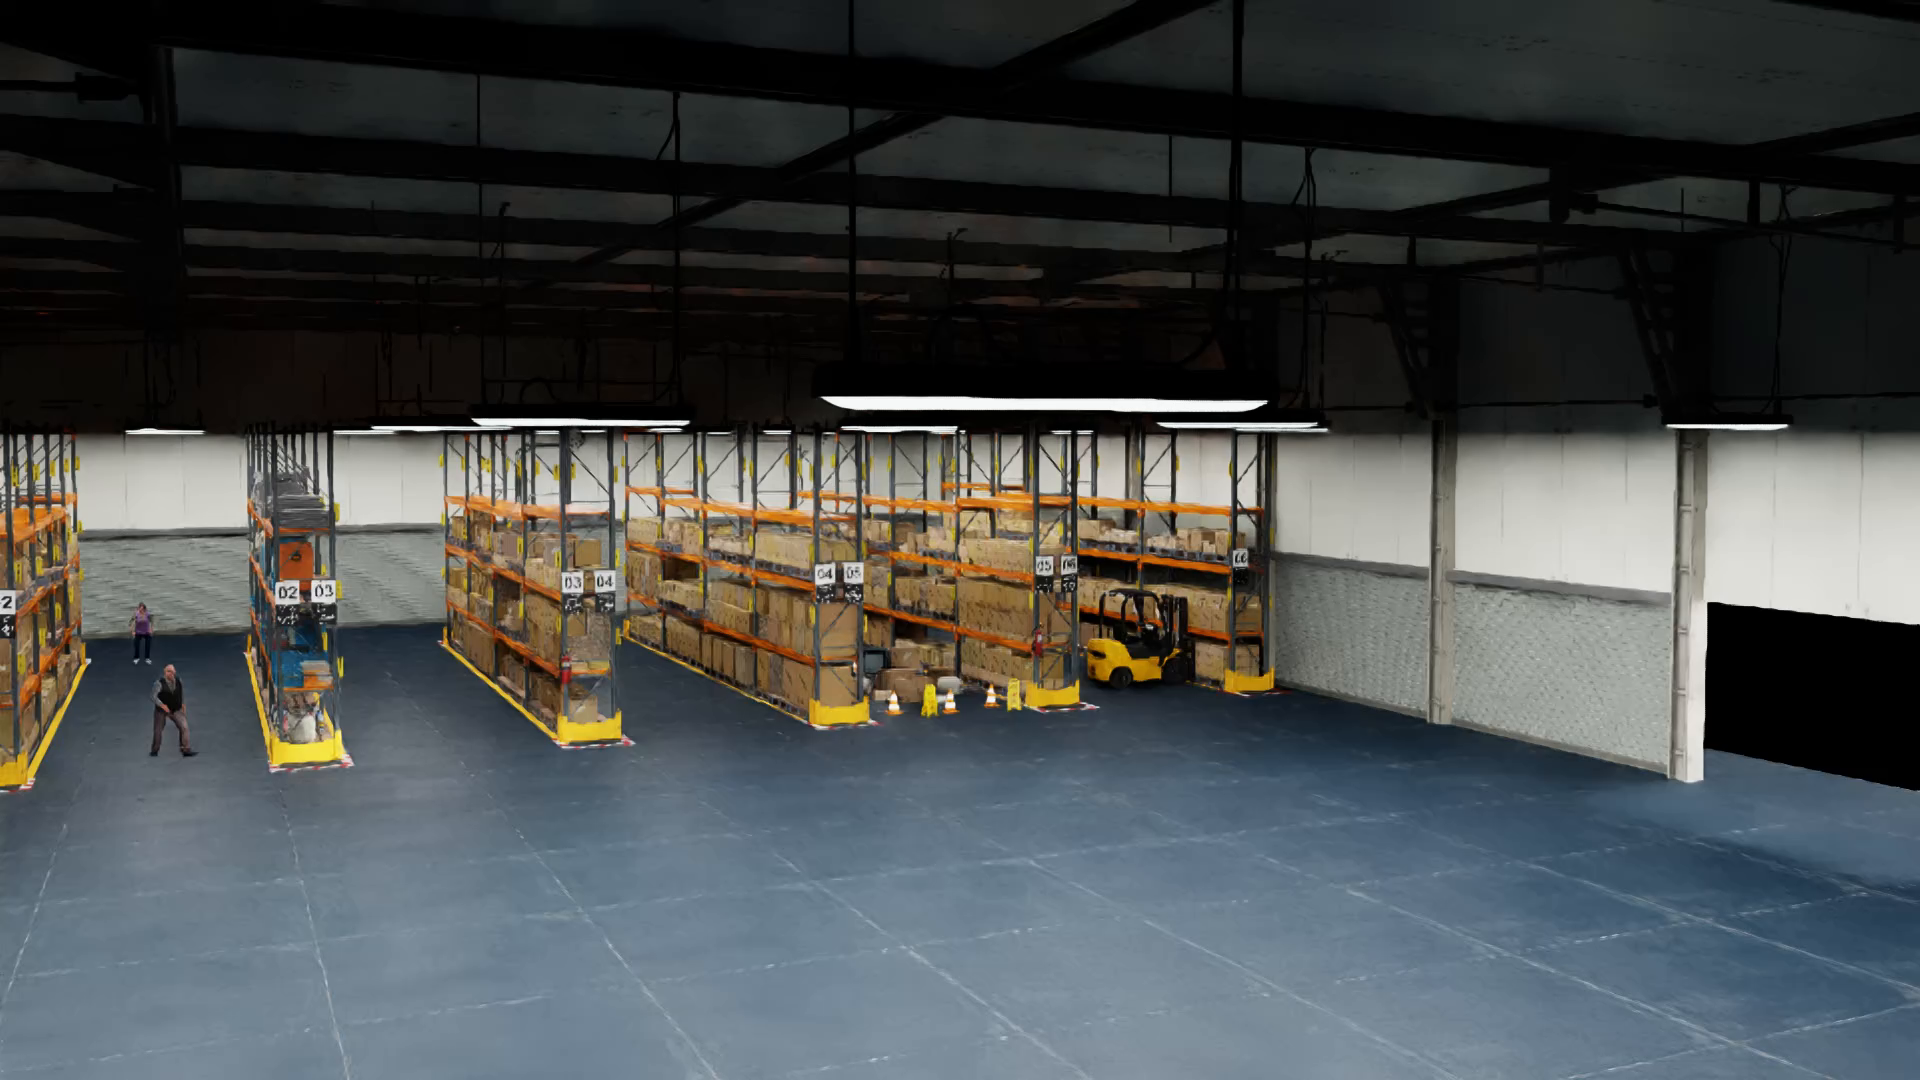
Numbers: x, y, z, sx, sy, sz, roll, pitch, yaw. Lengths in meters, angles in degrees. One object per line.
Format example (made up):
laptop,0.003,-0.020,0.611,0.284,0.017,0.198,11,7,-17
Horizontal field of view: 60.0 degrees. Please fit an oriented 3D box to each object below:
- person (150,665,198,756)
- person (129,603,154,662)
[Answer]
person,-14.099,3.031,29.654,0.687,1.658,0.832,-3,5,-43
person,-20.635,2.391,41.962,0.564,1.434,0.519,-2,4,-28
